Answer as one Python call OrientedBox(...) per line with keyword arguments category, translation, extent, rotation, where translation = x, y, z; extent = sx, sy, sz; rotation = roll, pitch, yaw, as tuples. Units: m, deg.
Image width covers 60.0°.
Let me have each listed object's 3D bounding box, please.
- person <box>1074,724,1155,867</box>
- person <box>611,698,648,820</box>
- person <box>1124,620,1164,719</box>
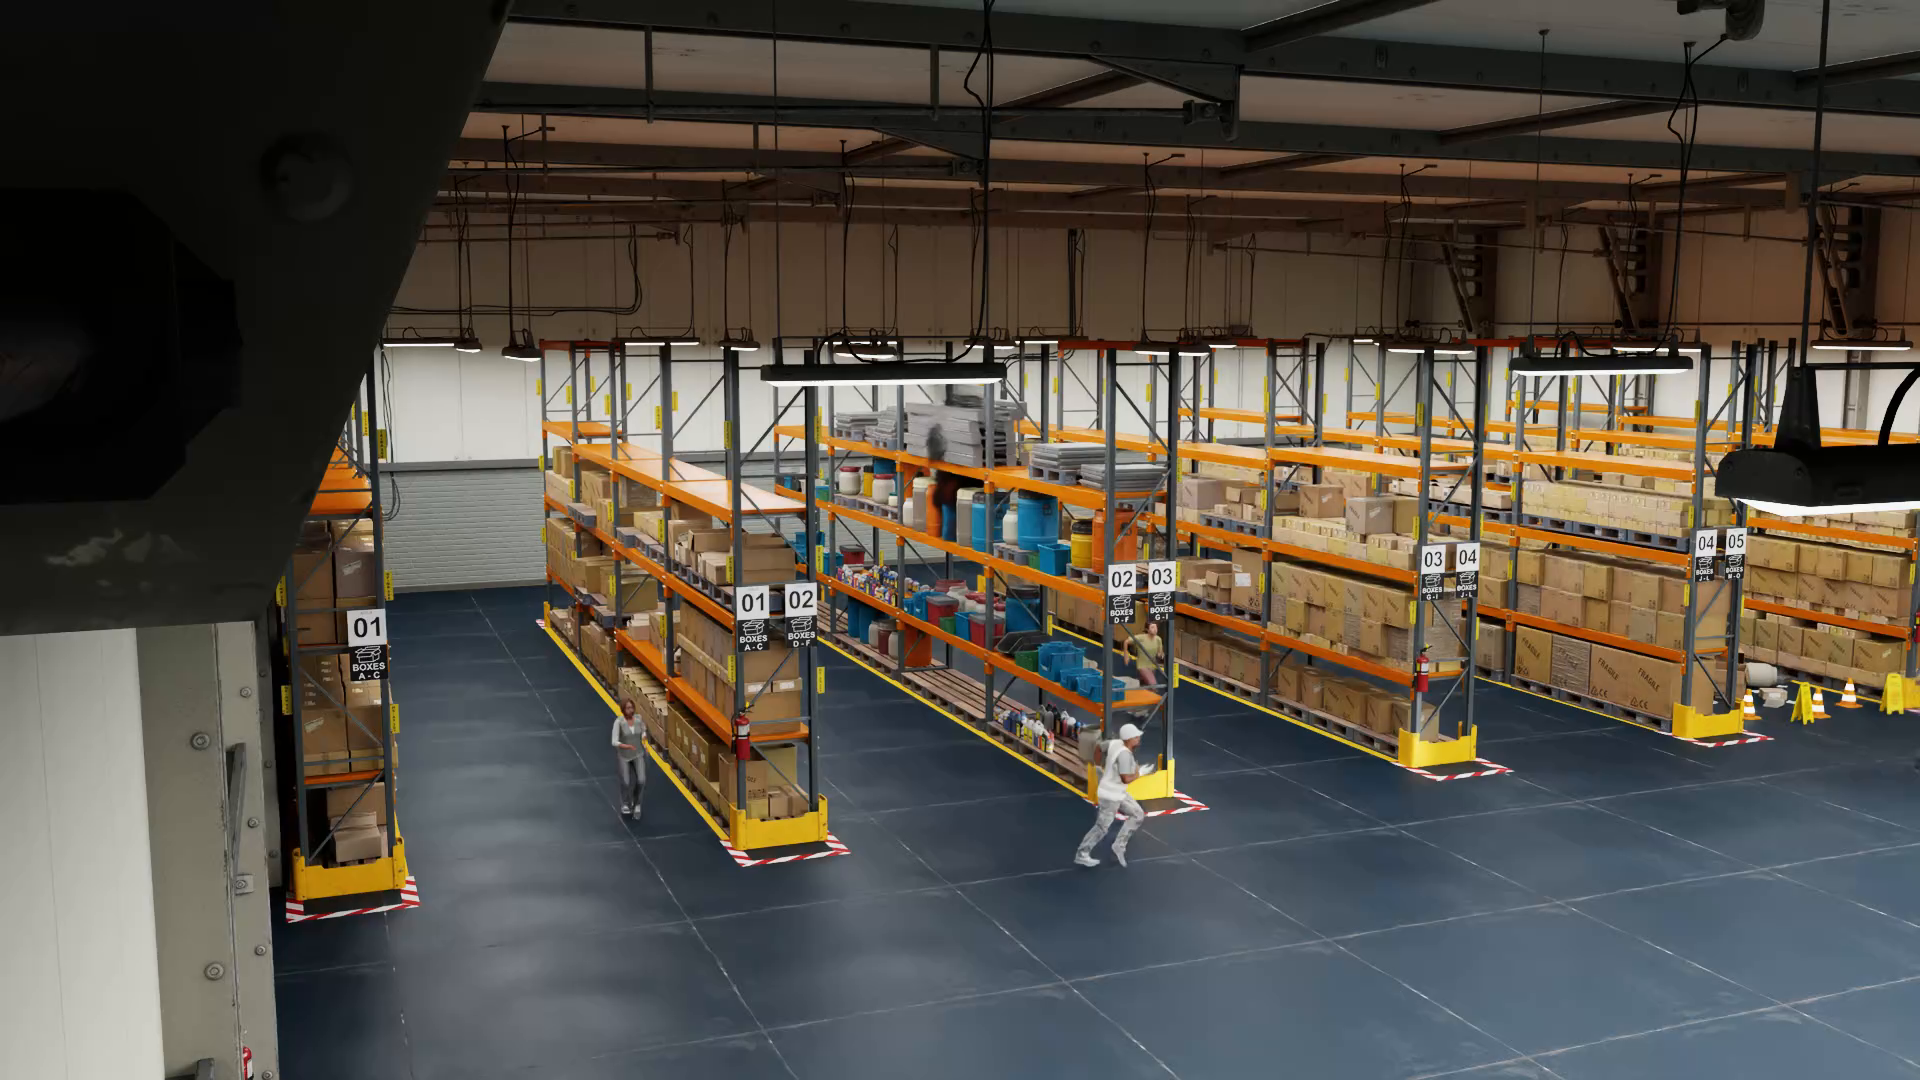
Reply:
OrientedBox(category="person", translation=(1.788, 2.964, 19.230), extent=(0.914, 1.721, 0.659), rotation=(1, 8, 8))
OrientedBox(category="person", translation=(-4.194, 2.804, 21.204), extent=(0.504, 1.558, 0.732), rotation=(-3, 8, -24))
OrientedBox(category="person", translation=(2.958, 2.060, 26.490), extent=(0.608, 1.618, 0.758), rotation=(-5, 9, -33))
